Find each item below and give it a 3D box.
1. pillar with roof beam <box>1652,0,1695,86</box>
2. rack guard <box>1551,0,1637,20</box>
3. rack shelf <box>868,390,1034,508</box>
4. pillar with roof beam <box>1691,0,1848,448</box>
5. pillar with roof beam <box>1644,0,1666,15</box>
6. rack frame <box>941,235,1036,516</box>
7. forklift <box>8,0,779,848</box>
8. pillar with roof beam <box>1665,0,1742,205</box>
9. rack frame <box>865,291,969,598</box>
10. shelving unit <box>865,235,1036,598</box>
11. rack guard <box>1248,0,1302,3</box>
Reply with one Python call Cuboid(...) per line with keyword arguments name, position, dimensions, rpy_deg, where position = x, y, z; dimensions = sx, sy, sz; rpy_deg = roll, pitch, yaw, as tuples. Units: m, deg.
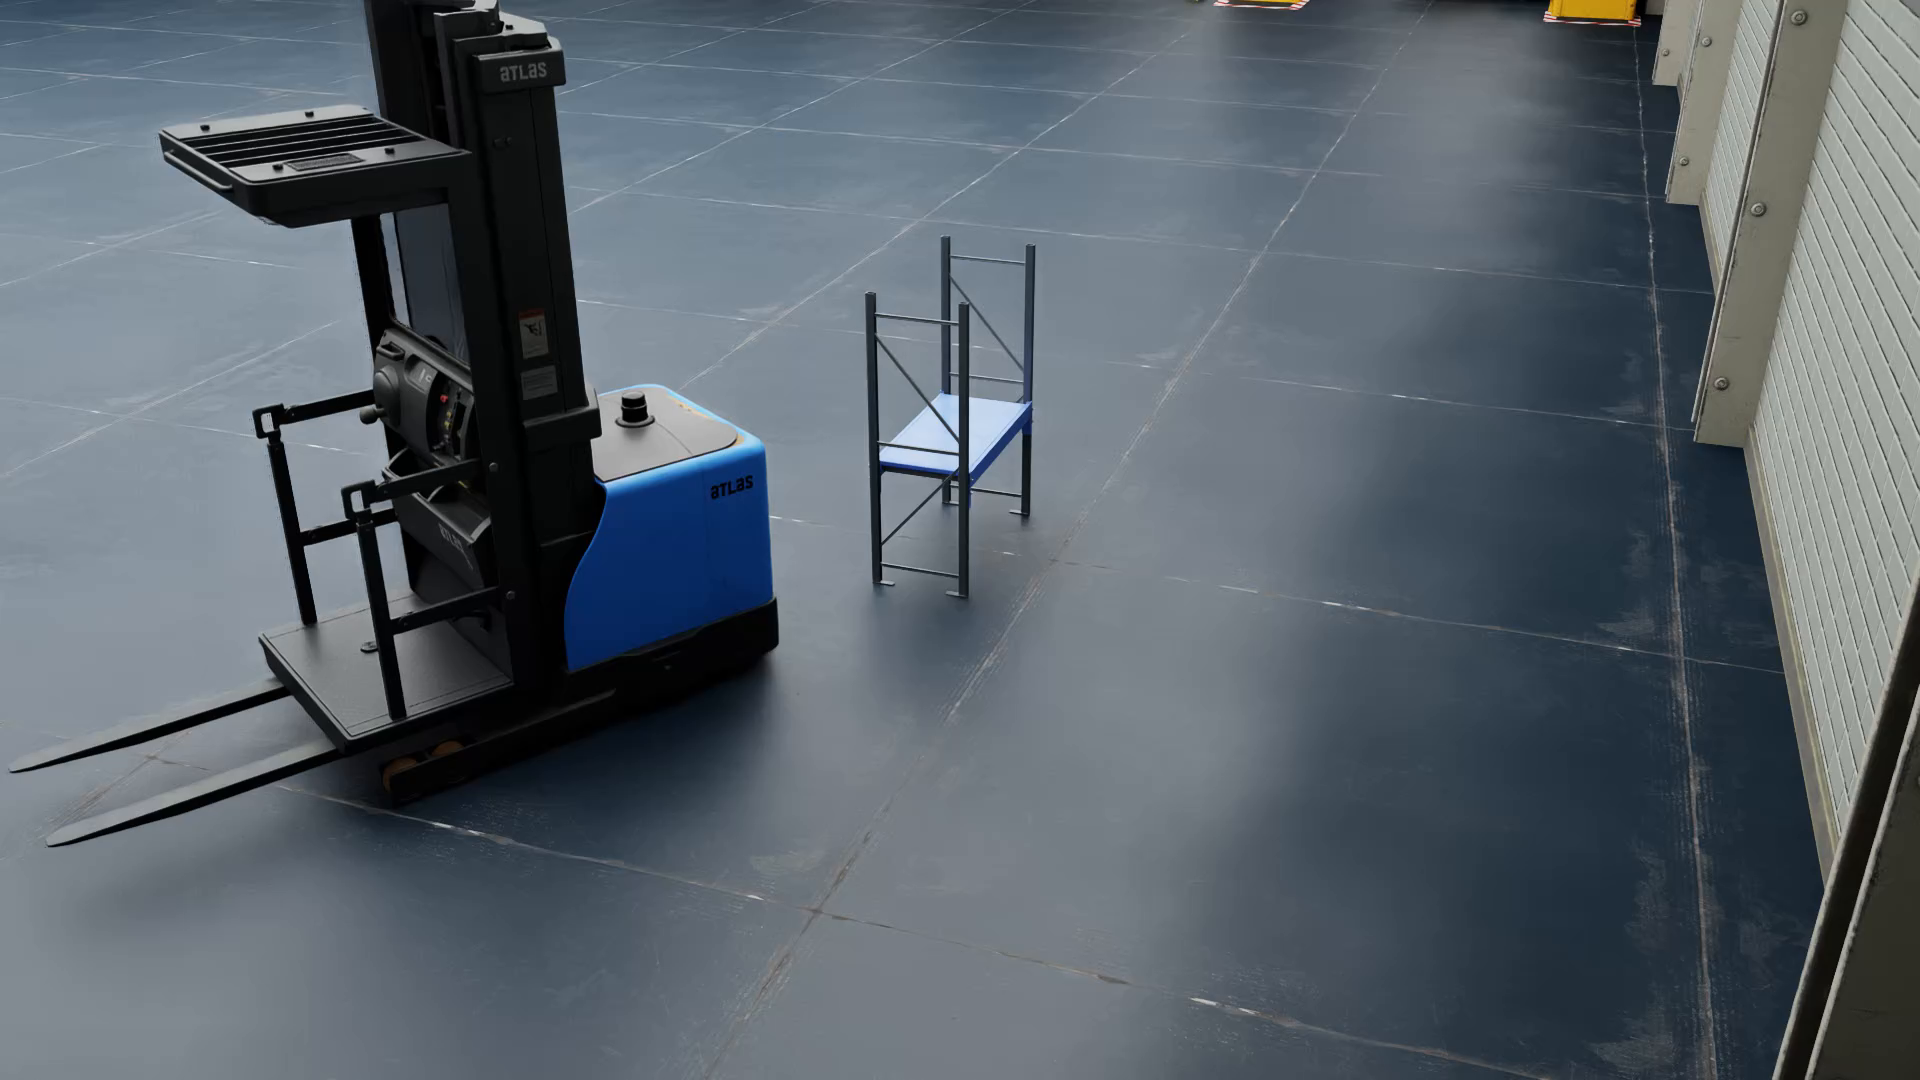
Cuboid(name="pillar with roof beam", position=(4.544, -10.253, 19.600), dimensions=(9.100, 9.000, 0.400), rpy_deg=(9, 27, 17))
Cuboid(name="rack guard", position=(9.511, -8.104, 24.914), dimensions=(1.175, 0.500, 0.348), rpy_deg=(9, 27, 17))
Cuboid(name="rack shelf", position=(-0.028, -0.478, 8.429), dimensions=(0.538, 0.185, 1.000), rpy_deg=(9, 27, 17))
Cuboid(name="pillar with roof beam", position=(0.551, -5.322, 9.415), dimensions=(9.100, 9.000, 0.400), rpy_deg=(9, 27, 17))
Cuboid(name="pillar with roof beam", position=(6.541, -12.719, 24.692), dimensions=(9.100, 9.000, 0.400), rpy_deg=(9, 27, 17))
Cuboid(name="rack frame", position=(0.141, -0.849, 8.782), dimensions=(0.500, 1.500, 0.032), rpy_deg=(9, 27, 17))
Cuboid(name="forklift", position=(-2.296, -0.543, 6.508), dimensions=(3.031, 2.935, 1.130), rpy_deg=(-19, 32, -34))
Cuboid(name="pillar with roof beam", position=(2.548, -7.787, 14.507), dimensions=(9.100, 9.000, 0.400), rpy_deg=(9, 27, 17))
Cuboid(name="rack frame", position=(-0.198, -0.431, 7.919), dimensions=(0.500, 1.500, 0.032), rpy_deg=(9, 27, 17))
Cuboid(name="shelving unit", position=(-0.028, -0.640, 8.351), dimensions=(0.538, 1.500, 1.048), rpy_deg=(9, 27, 17))
Cuboid(name="rack guard", position=(4.862, -8.863, 26.482), dimensions=(1.175, 0.500, 0.348), rpy_deg=(9, 27, 17))
